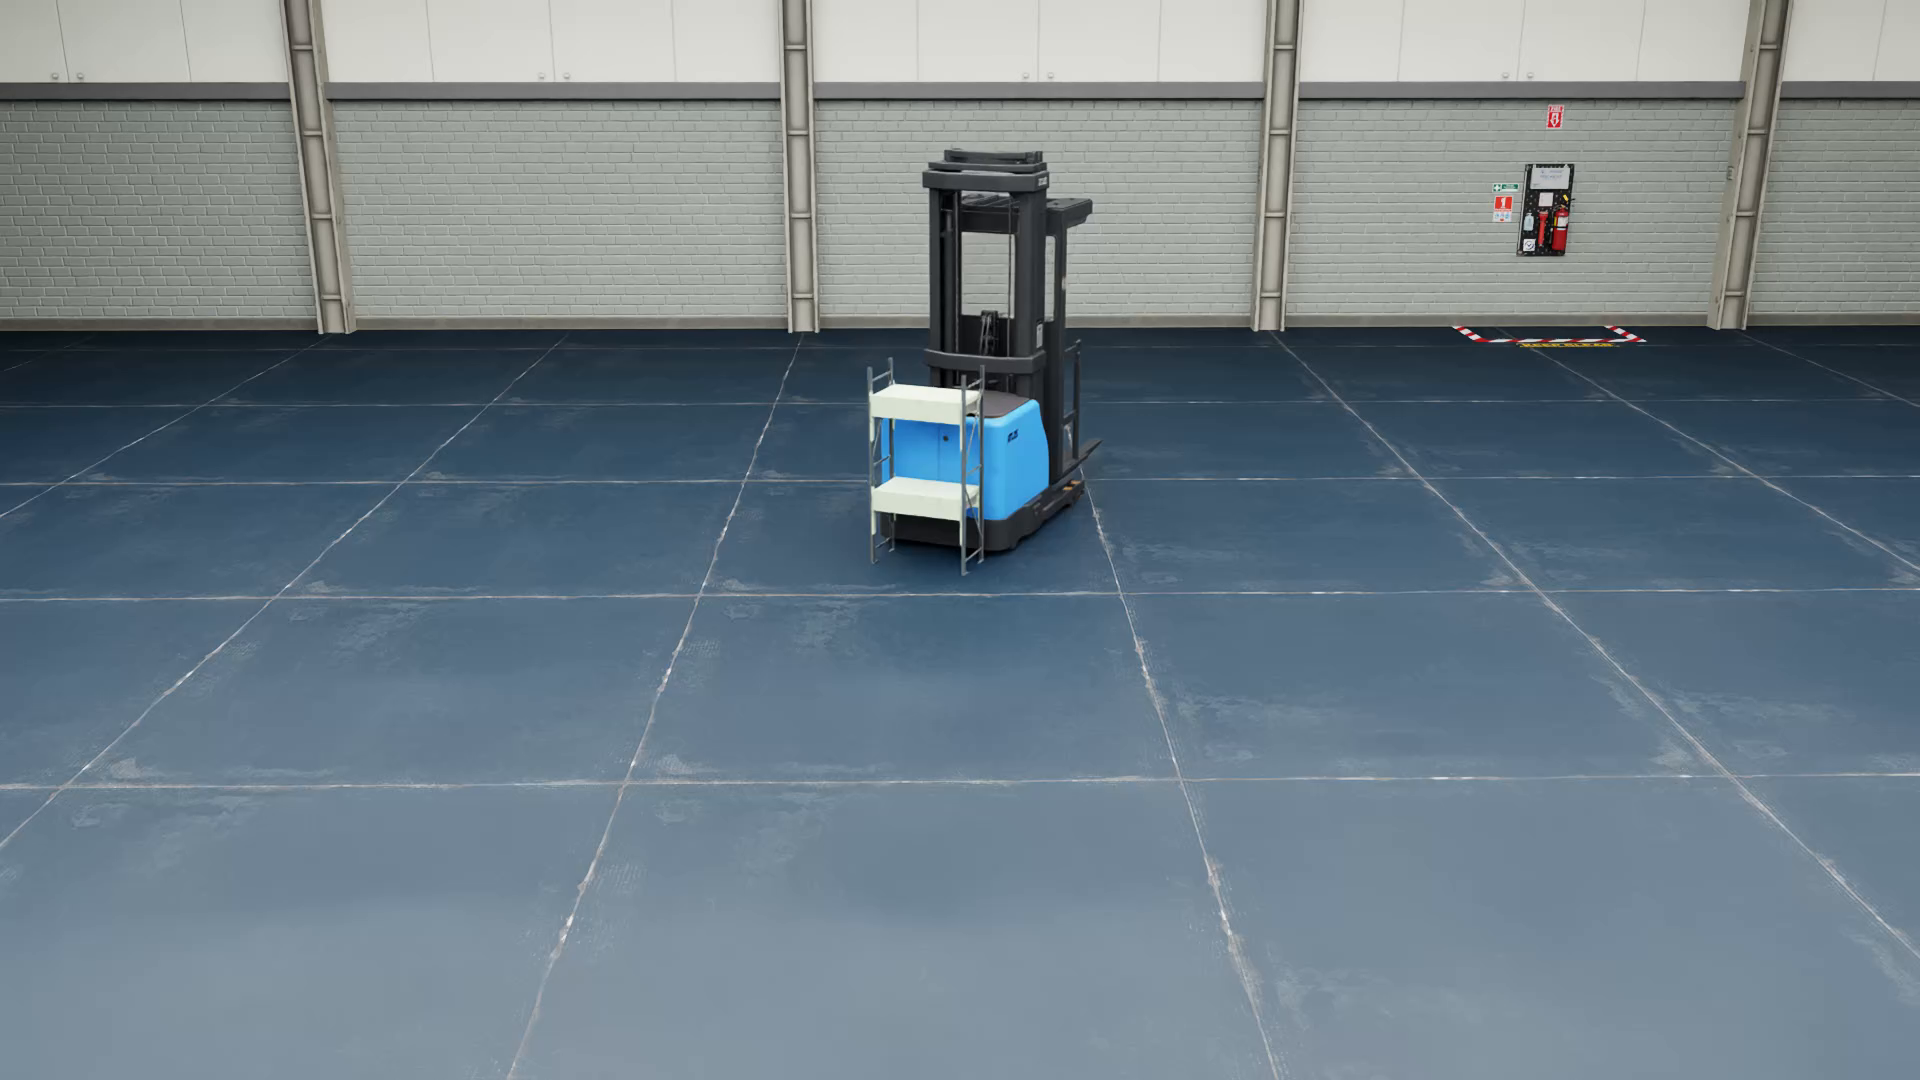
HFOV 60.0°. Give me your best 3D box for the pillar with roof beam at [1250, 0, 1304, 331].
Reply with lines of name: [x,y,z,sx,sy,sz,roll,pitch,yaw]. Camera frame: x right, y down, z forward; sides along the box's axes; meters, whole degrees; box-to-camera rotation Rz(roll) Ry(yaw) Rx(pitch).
pillar with roof beam: [4.055,-5.713,16.125,0.400,9.000,9.100,0,18,-1]

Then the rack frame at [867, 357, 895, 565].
rack frame: [-0.585,-0.586,12.419,0.023,1.500,0.400,7,19,21]

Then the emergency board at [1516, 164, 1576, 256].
emergency board: [7.514,-4.200,21.229,0.643,1.169,0.194,0,18,-1]

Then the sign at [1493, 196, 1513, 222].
sign: [6.960,-4.246,21.314,0.234,0.329,0.001,0,18,-1]

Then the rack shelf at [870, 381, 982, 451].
rack shelf: [-0.246,-0.916,12.170,0.720,0.370,0.431,7,19,21]

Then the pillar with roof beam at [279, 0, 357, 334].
pillar with roof beam: [-7.944,-5.655,15.945,0.400,9.000,9.100,0,18,-1]

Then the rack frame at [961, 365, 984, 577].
rack frame: [0.094,-0.503,12.160,0.023,1.500,0.400,7,19,21]

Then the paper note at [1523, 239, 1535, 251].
paper note: [7.336,-3.801,21.427,0.142,0.148,0.016,0,18,-1]

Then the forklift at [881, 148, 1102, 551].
forklift: [0.413,-1.723,13.619,1.130,2.935,3.031,7,19,21]

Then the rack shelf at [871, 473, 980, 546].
rack shelf: [-0.246,-0.234,12.389,0.720,0.370,0.431,7,19,21]

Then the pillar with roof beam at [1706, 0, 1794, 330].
pillar with roof beam: [10.054,-5.742,16.215,0.400,9.000,9.100,0,18,-1]

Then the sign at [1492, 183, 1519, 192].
sign: [6.965,-4.495,21.225,0.331,0.109,0.001,0,18,-1]

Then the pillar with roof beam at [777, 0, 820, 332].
pillar with roof beam: [-1.945,-5.684,16.035,0.400,9.000,9.100,0,18,-1]

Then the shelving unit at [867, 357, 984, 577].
shelving unit: [-0.246,-0.544,12.289,0.755,1.500,0.431,7,19,21]

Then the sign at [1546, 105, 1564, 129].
sign: [7.505,-5.334,20.970,0.199,0.298,0.001,0,18,-1]
